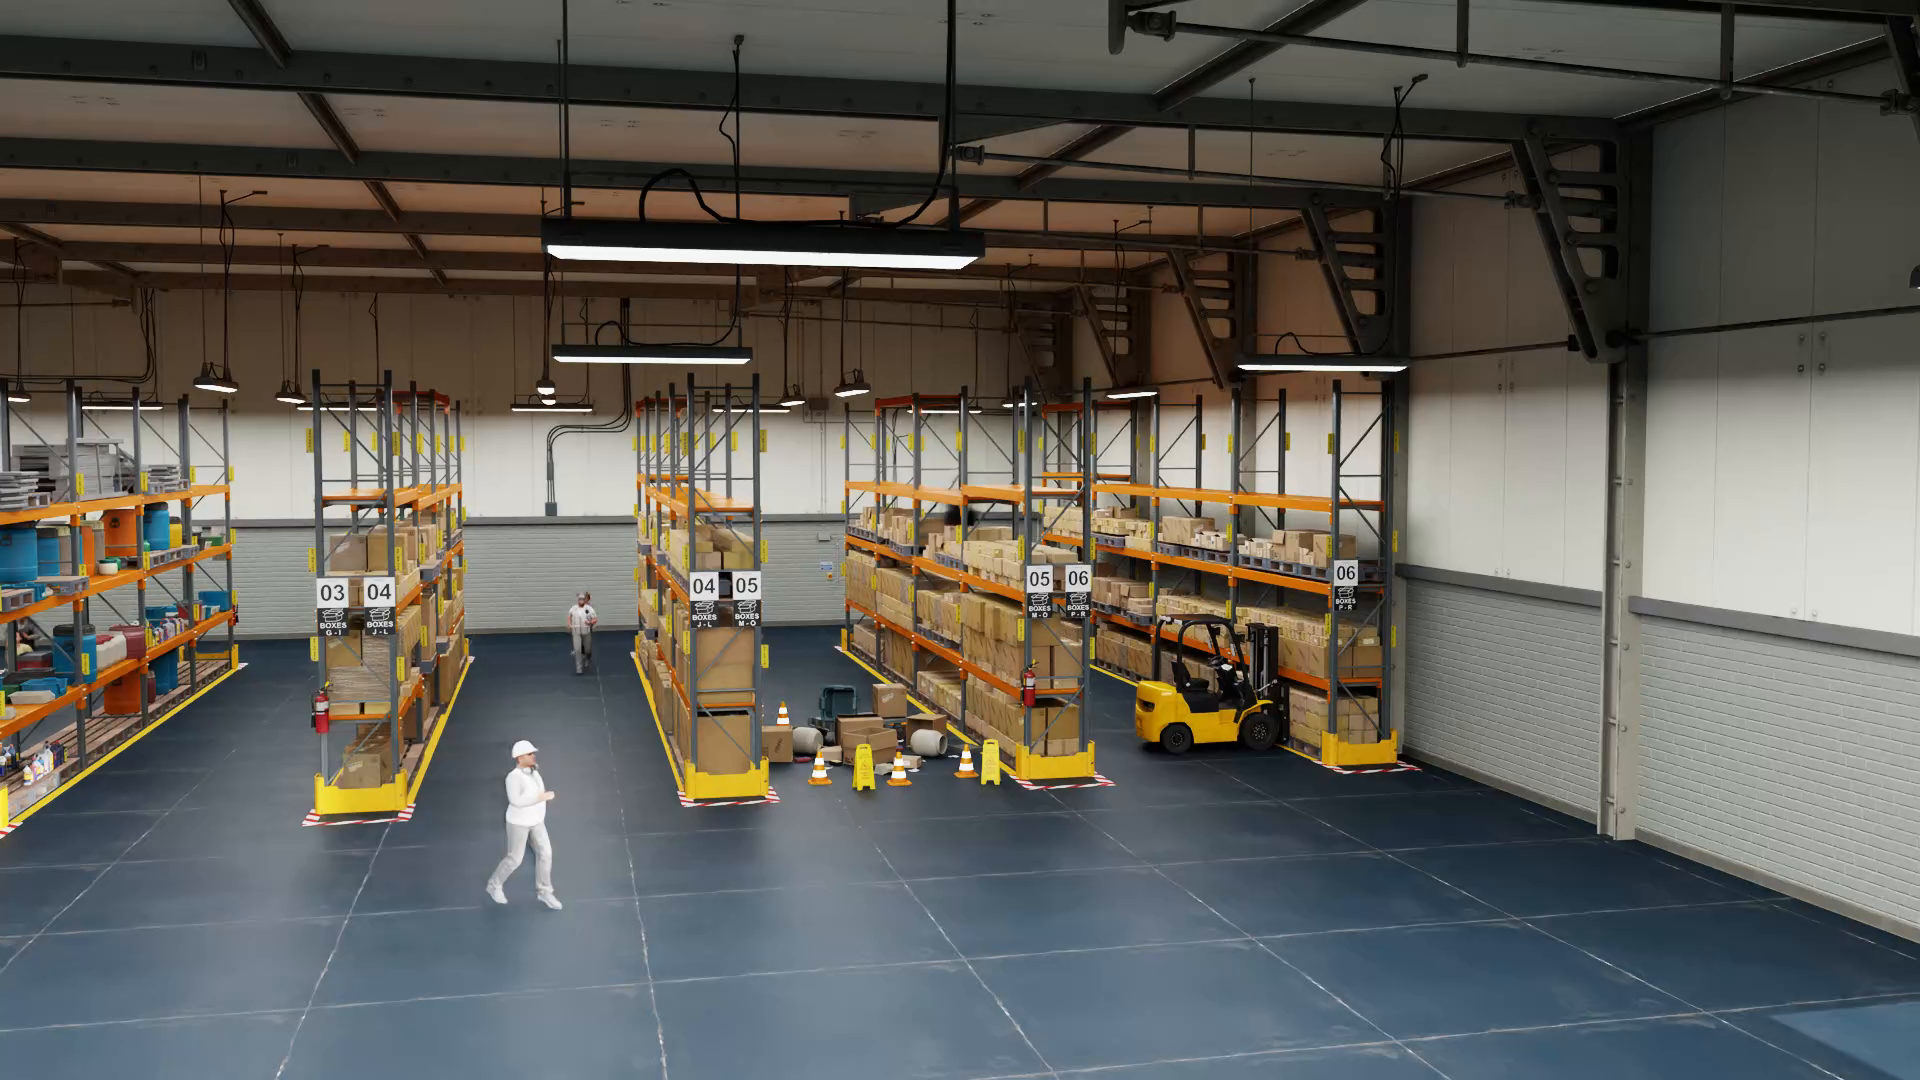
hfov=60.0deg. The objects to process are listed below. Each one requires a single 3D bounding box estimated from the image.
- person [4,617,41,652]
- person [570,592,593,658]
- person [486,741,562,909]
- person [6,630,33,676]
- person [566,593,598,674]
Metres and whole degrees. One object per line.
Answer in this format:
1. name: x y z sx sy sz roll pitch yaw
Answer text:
1. person: -18.605 2.216 33.001 0.657 1.701 0.971 -2 4 -26
2. person: -8.787 1.976 38.735 0.523 1.541 0.632 1 3 13
3. person: -4.719 3.069 17.920 0.829 1.828 0.657 1 3 18
4. person: -16.886 2.458 29.886 0.556 1.708 0.787 -1 3 -11
5. person: -8.276 2.021 36.388 0.676 1.751 0.865 -1 3 -9
